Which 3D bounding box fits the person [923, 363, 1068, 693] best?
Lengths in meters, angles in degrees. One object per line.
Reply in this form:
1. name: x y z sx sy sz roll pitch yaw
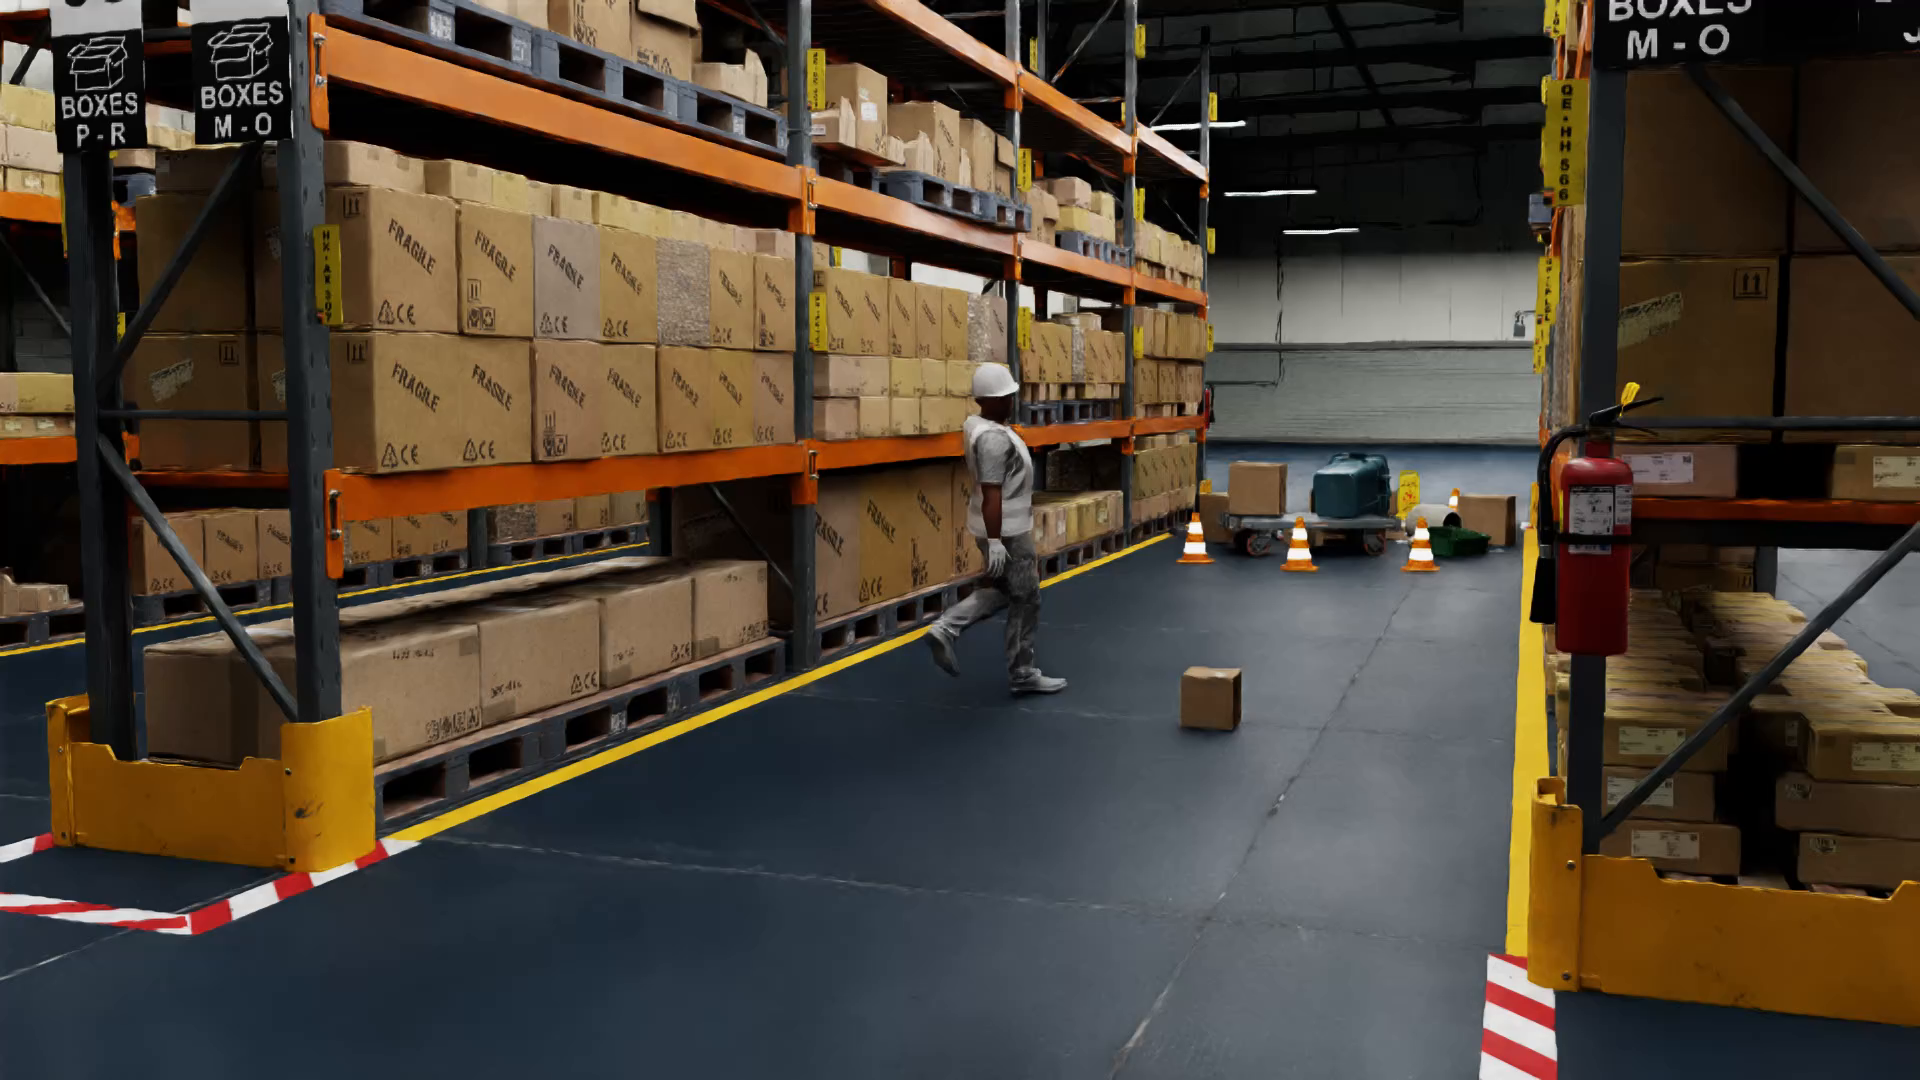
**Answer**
1. person: 0.209 -0.043 8.591 0.775 1.731 0.618 -1 5 -9
